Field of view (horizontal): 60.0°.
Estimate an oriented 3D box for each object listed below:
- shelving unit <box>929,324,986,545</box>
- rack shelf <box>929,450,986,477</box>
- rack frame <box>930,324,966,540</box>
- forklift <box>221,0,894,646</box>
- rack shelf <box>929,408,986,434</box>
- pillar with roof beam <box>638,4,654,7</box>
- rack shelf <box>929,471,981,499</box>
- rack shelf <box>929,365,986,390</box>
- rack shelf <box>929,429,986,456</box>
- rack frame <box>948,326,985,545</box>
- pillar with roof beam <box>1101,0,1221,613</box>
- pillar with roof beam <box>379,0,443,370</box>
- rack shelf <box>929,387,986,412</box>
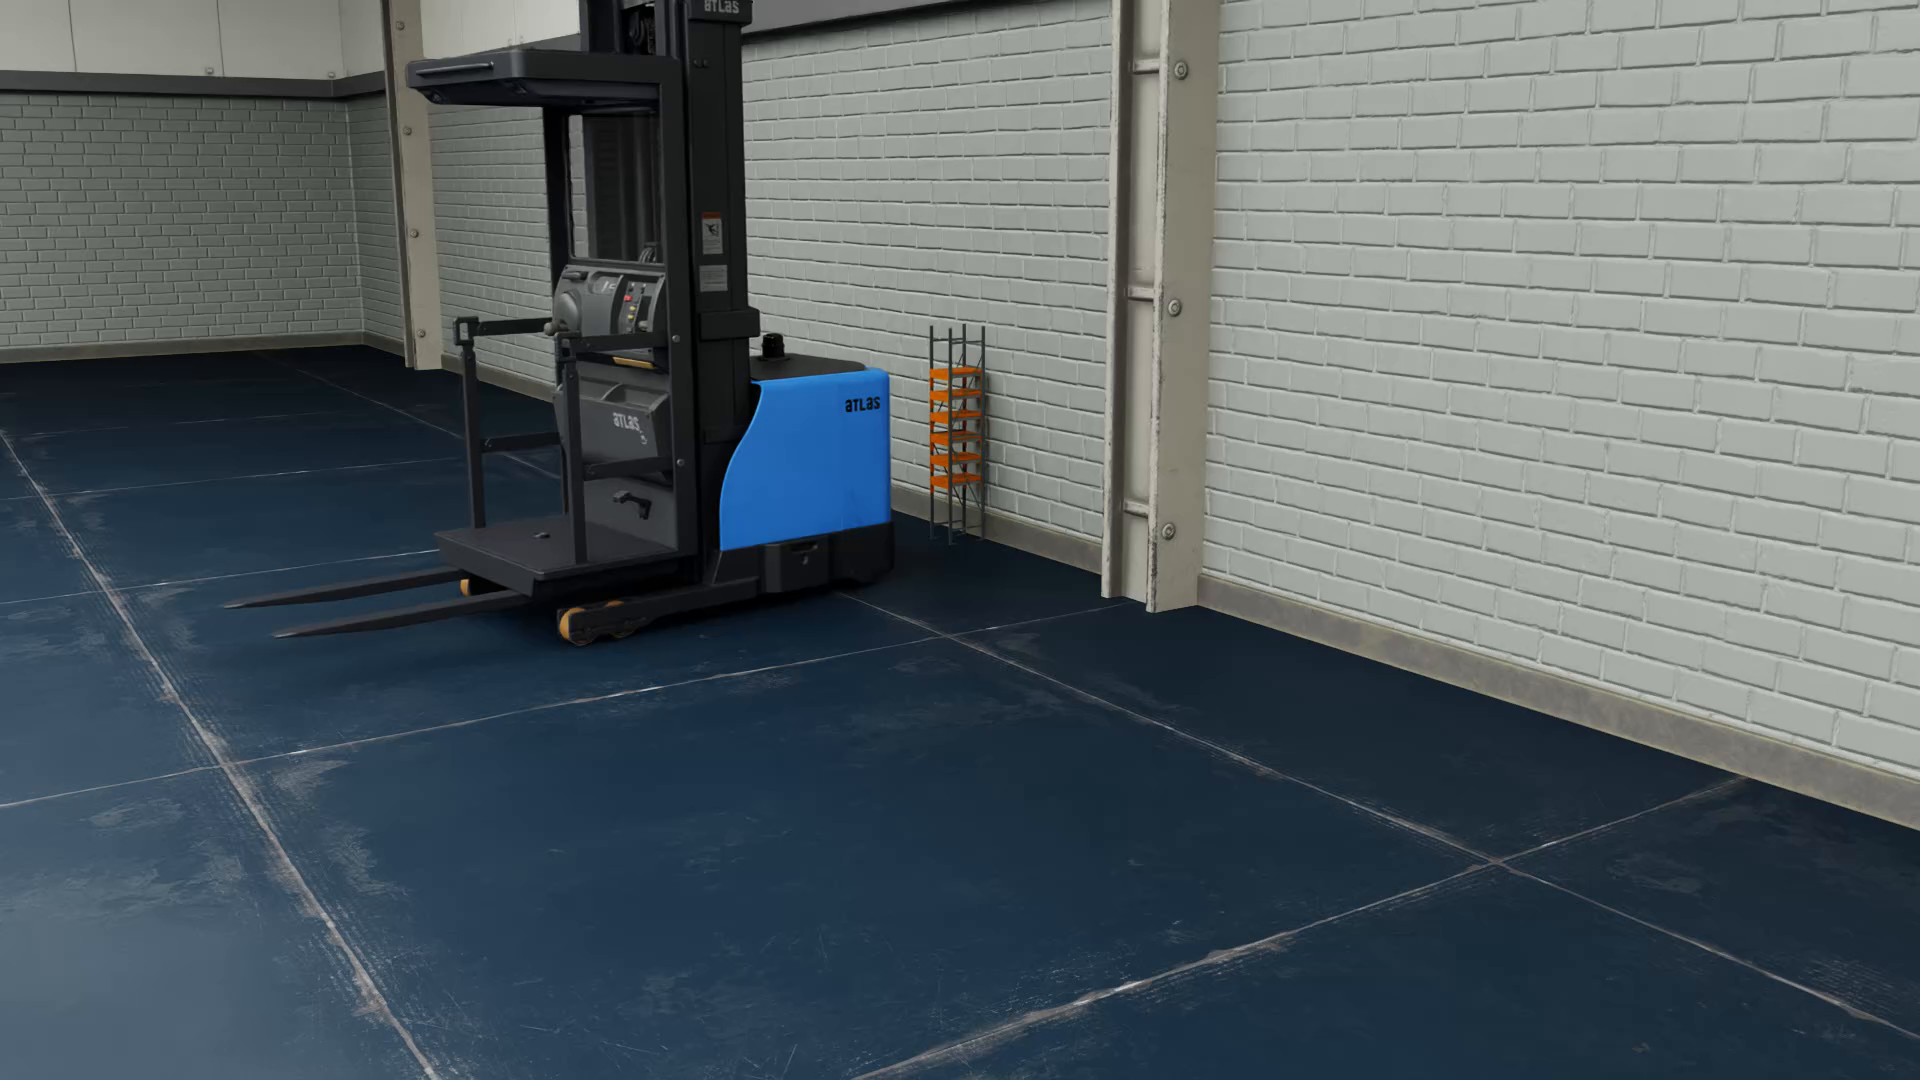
[{"bbox_3d":[-0.015,-0.587,9.239,0.258,1.200,0.189,-8,15,-34],"label":"shelving unit"},{"bbox_3d":[-0.015,-0.427,9.274,0.258,0.103,0.180,-8,15,-34],"label":"rack shelf"},{"bbox_3d":[-0.067,-0.603,9.312,0.240,1.200,0.006,-8,15,-34],"label":"rack frame"},{"bbox_3d":[-1.776,-1.097,7.515,3.031,2.935,1.130,-10,16,-40],"label":"forklift"},{"bbox_3d":[-0.015,-0.661,9.223,0.258,0.103,0.180,-8,15,-34],"label":"rack shelf"},{"bbox_3d":[-5.985,-4.665,9.631,9.100,9.000,0.400,-8,15,-33],"label":"pillar with roof beam"},{"bbox_3d":[-0.015,-0.309,9.299,0.258,0.103,0.180,-8,15,-34],"label":"rack shelf"},{"bbox_3d":[-0.015,-0.896,9.171,0.258,0.103,0.180,-8,15,-34],"label":"rack shelf"},{"bbox_3d":[-0.015,-0.544,9.248,0.258,0.103,0.180,-8,15,-34],"label":"rack shelf"},{"bbox_3d":[0.038,-0.571,9.165,0.240,1.200,0.006,-8,15,-34],"label":"rack frame"},{"bbox_3d":[-2.660,-3.598,4.752,9.100,9.000,0.400,-8,15,-33],"label":"pillar with roof beam"},{"bbox_3d":[-9.309,-5.732,14.511,9.100,9.000,0.400,-8,15,-33],"label":"pillar with roof beam"},{"bbox_3d":[-0.015,-0.778,9.197,0.258,0.103,0.180,-8,15,-34],"label":"rack shelf"}]
